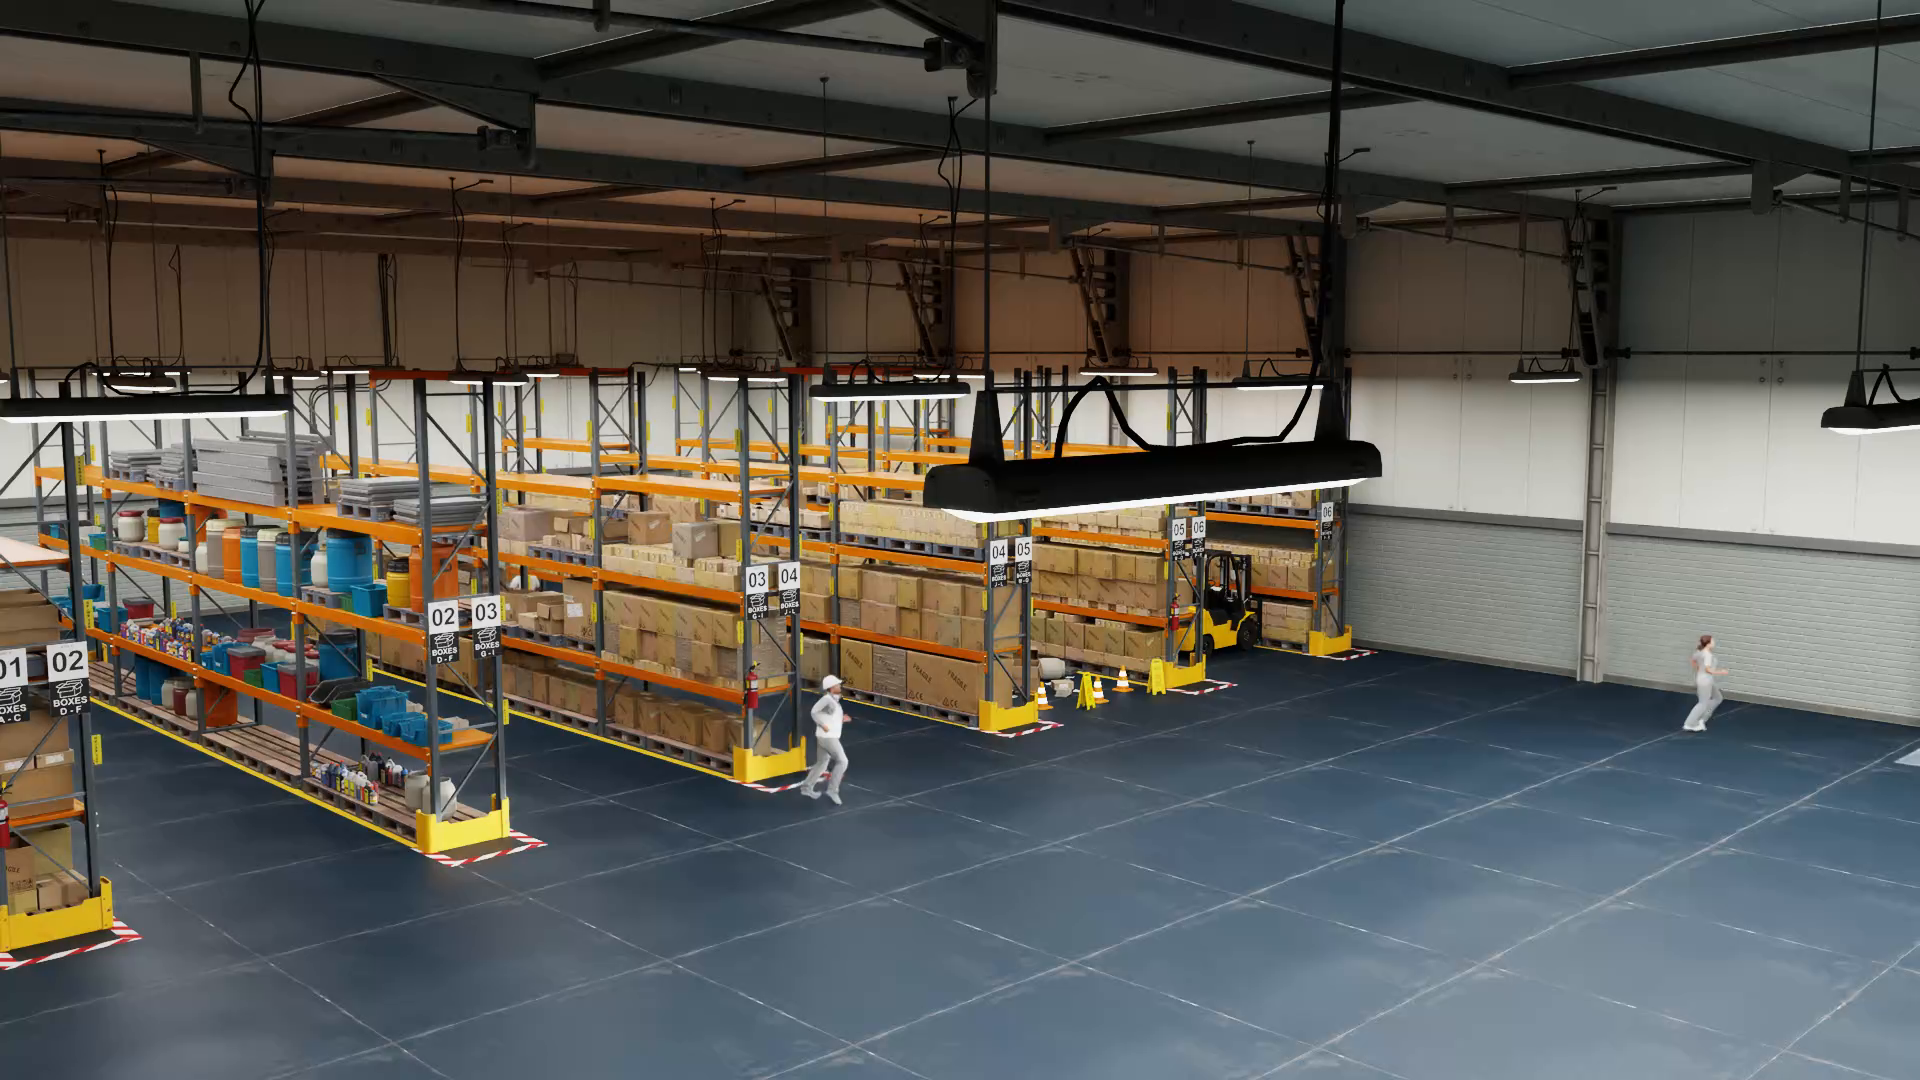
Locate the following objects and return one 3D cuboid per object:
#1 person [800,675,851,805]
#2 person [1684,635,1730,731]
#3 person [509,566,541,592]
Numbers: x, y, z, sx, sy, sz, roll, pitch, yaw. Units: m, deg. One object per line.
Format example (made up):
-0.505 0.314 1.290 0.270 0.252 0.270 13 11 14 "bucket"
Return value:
-1.901 2.815 23.560 0.723 1.809 0.675 0 6 -3 "person"
12.436 2.387 27.685 0.655 1.652 0.540 2 7 15 "person"
-9.452 1.368 36.399 0.682 1.729 0.599 -6 9 -43 "person"
